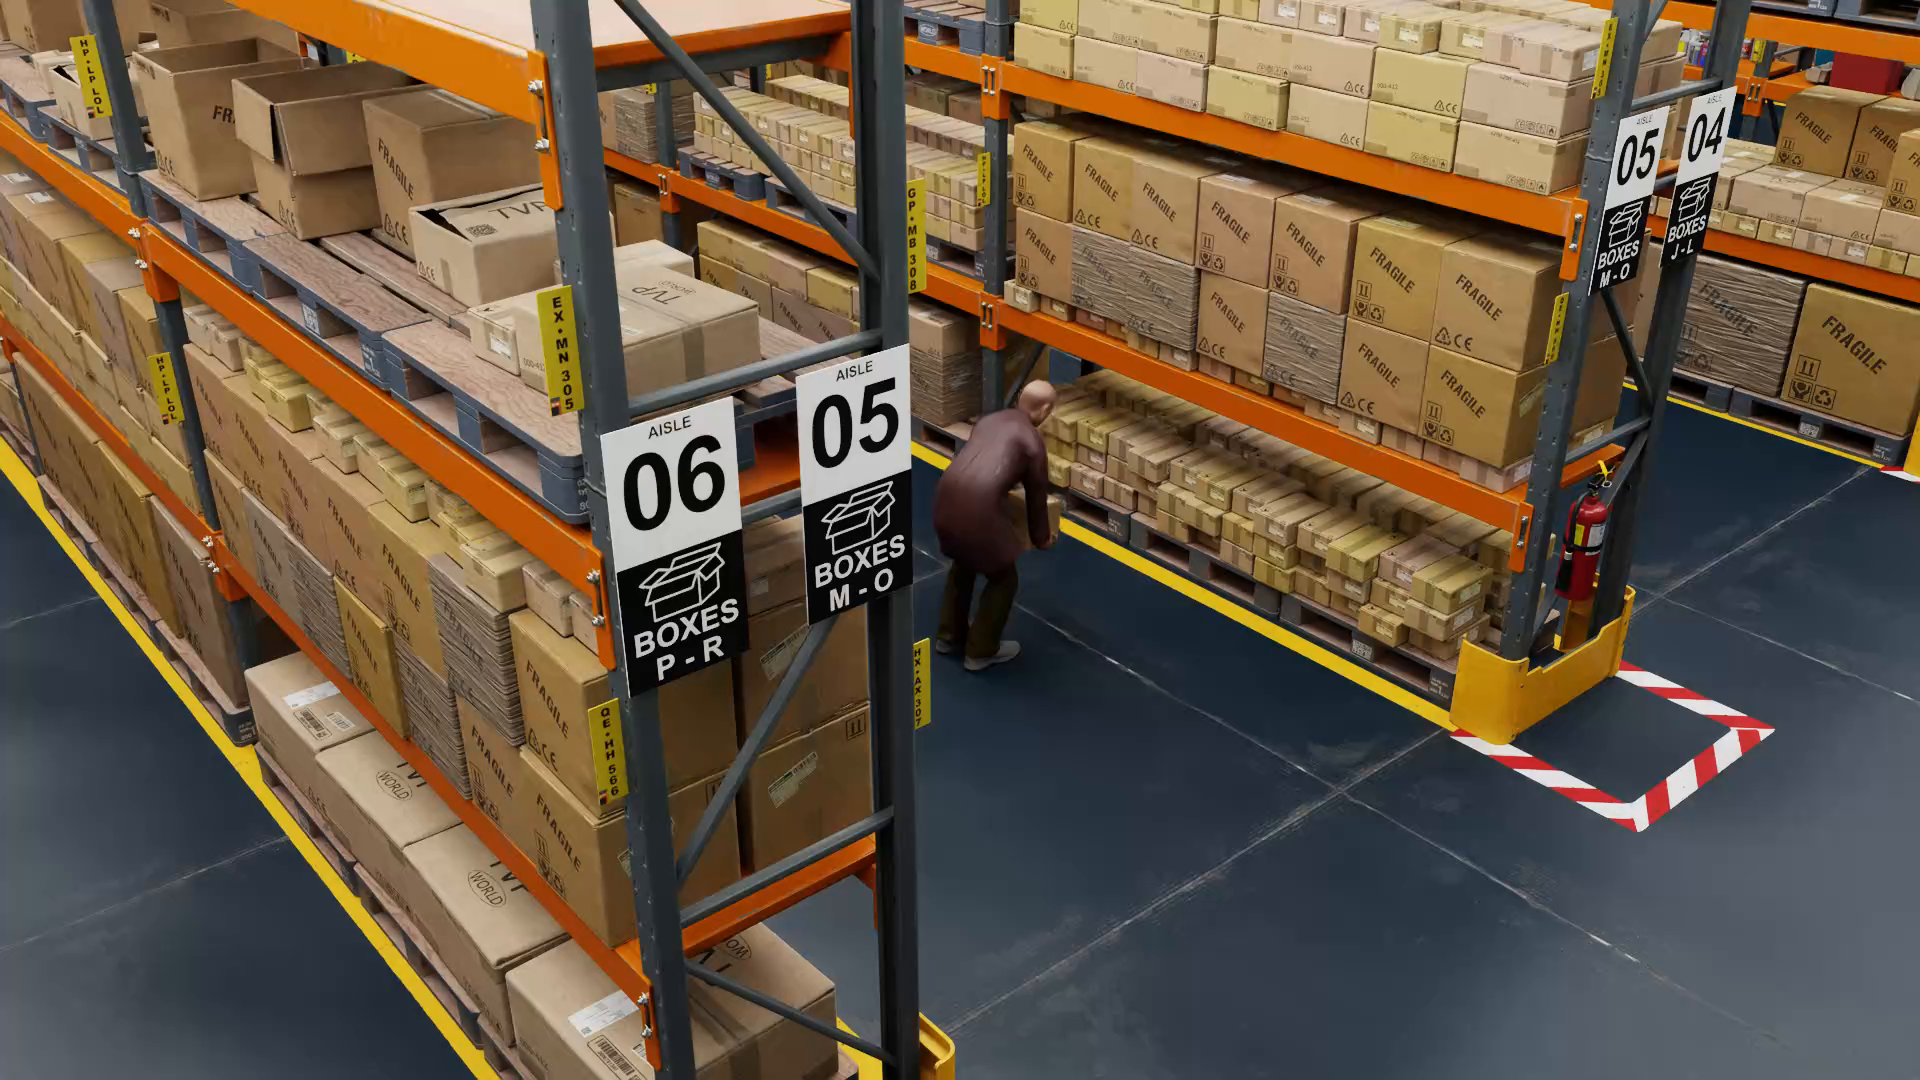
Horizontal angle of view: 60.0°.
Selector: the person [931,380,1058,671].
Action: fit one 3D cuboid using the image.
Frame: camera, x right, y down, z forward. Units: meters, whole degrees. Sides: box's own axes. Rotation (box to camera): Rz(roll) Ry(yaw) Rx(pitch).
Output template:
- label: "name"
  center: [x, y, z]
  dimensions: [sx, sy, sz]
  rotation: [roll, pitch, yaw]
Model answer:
- label: "person"
  center: [0.216, -0.085, 9.106]
  dimensions: [0.806, 1.495, 0.556]
  rotation: [-23, 35, -36]
